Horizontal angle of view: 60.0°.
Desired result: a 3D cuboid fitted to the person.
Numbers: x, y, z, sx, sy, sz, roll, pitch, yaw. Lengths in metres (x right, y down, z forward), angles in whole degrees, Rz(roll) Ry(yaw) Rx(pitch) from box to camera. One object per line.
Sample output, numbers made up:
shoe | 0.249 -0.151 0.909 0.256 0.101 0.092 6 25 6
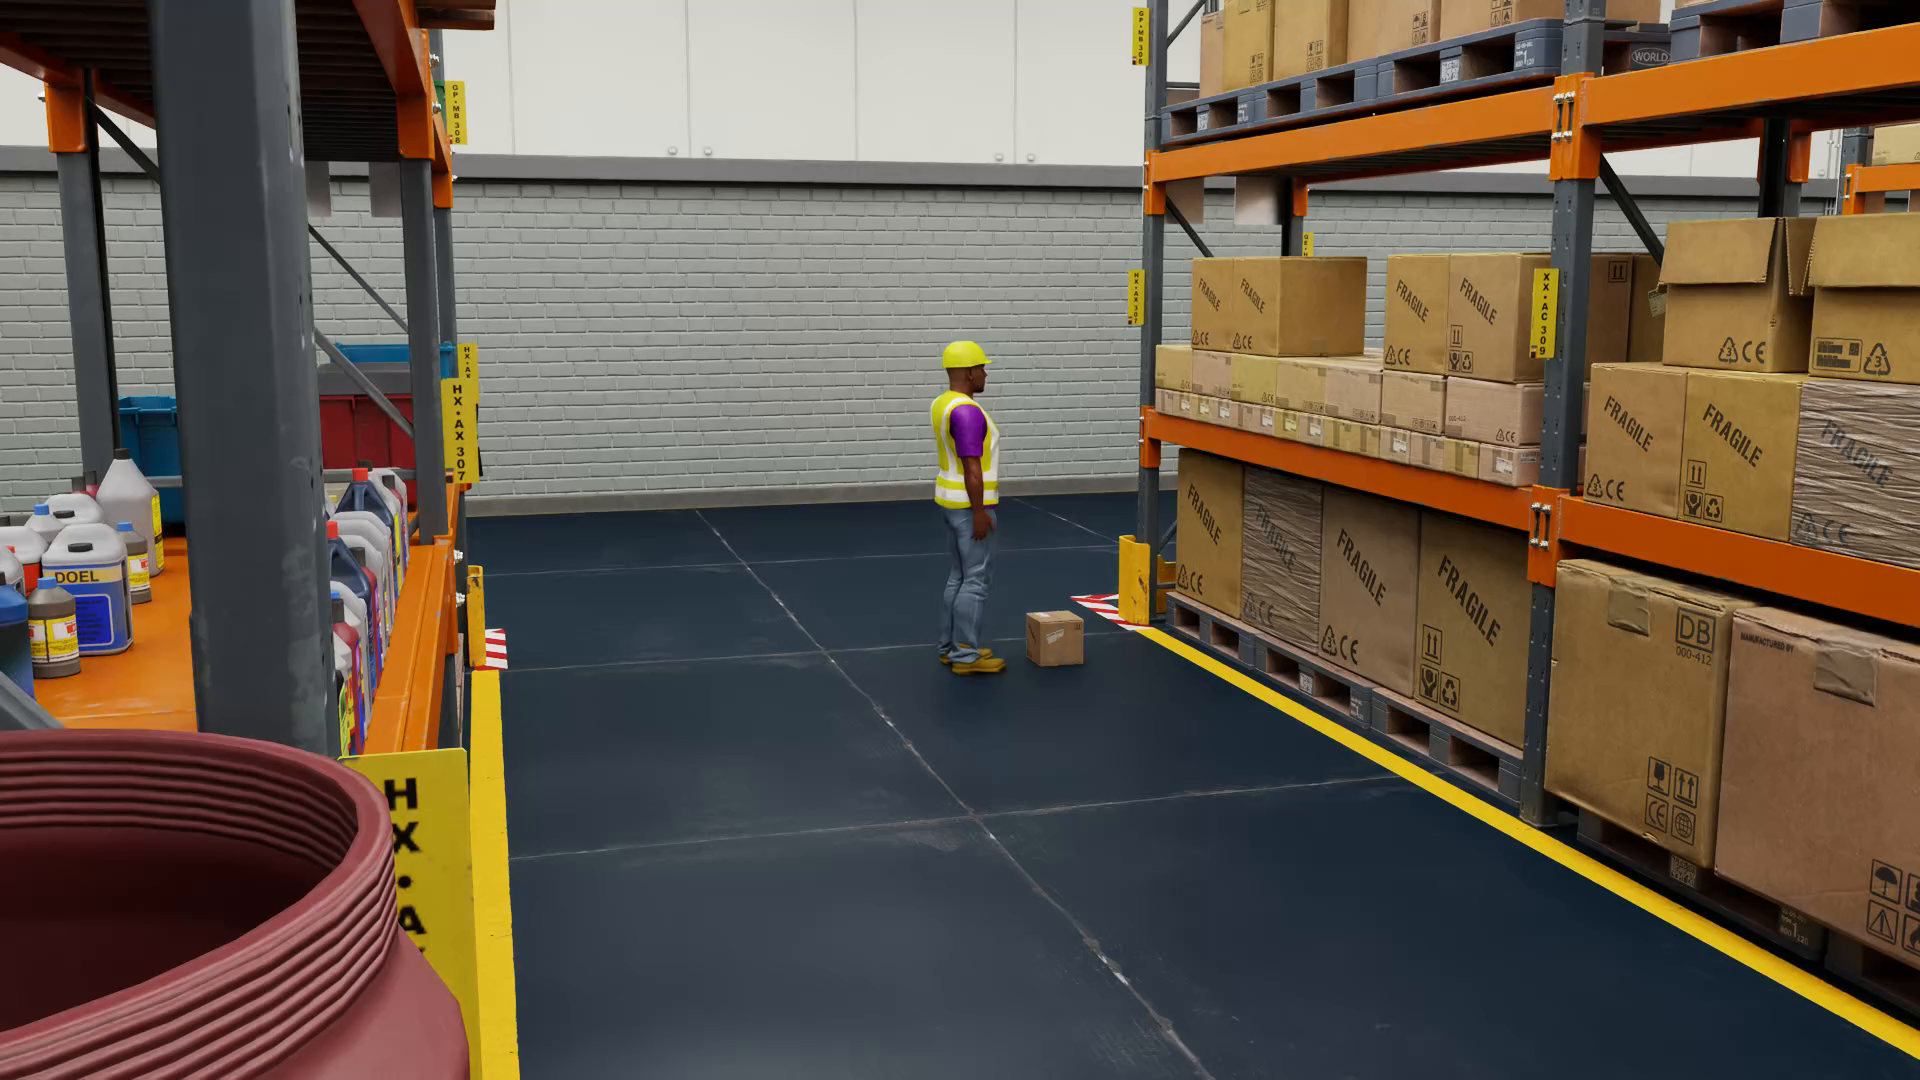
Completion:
person | 0.041 -0.183 8.938 0.361 1.761 0.563 -2 9 -14
